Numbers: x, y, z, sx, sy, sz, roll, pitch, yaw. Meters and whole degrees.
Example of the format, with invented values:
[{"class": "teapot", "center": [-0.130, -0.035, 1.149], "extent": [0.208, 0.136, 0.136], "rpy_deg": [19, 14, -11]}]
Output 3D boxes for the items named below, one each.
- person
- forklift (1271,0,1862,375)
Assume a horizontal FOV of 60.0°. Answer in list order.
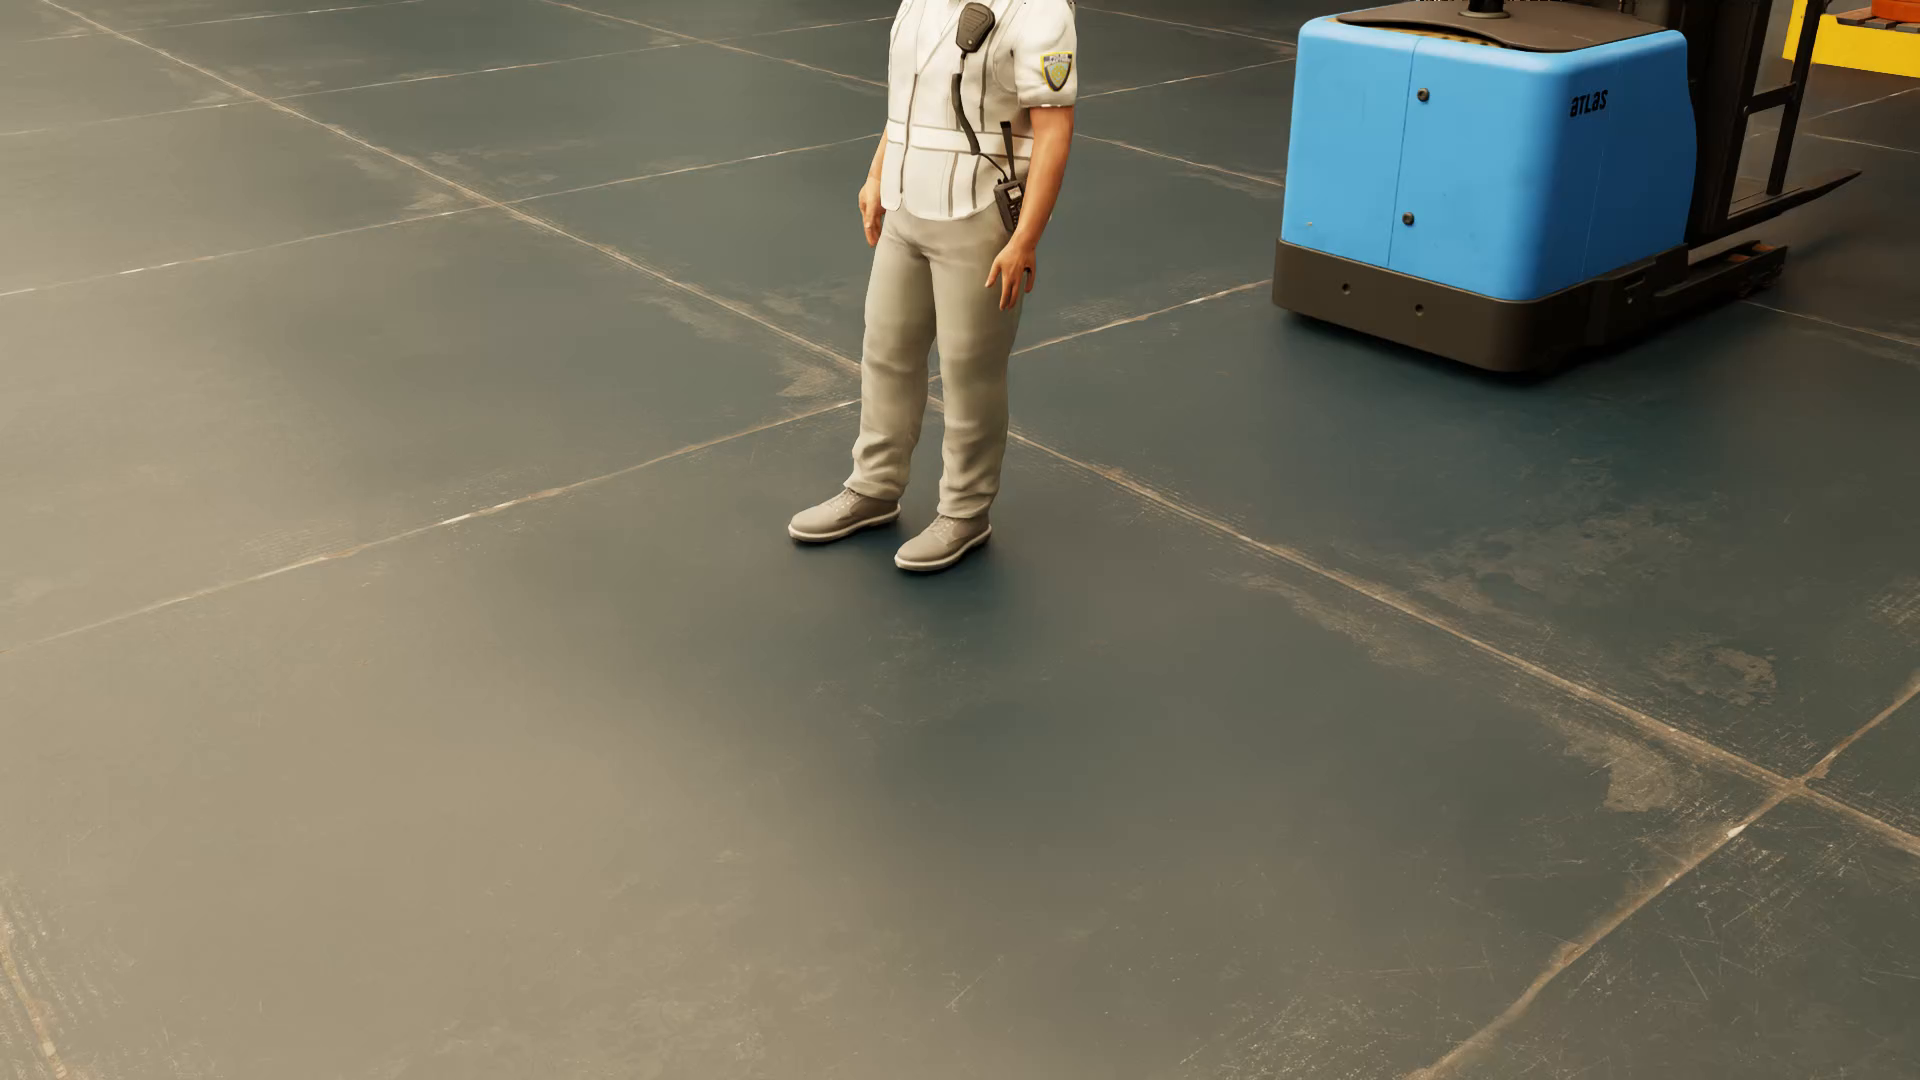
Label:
[{"class": "person", "center": [-0.067, -0.787, 4.064], "extent": [0.574, 1.781, 0.641], "rpy_deg": [-20, 33, -35]}, {"class": "forklift", "center": [2.581, -2.396, 6.033], "extent": [3.031, 2.935, 1.130], "rpy_deg": [-21, 33, -36]}]
